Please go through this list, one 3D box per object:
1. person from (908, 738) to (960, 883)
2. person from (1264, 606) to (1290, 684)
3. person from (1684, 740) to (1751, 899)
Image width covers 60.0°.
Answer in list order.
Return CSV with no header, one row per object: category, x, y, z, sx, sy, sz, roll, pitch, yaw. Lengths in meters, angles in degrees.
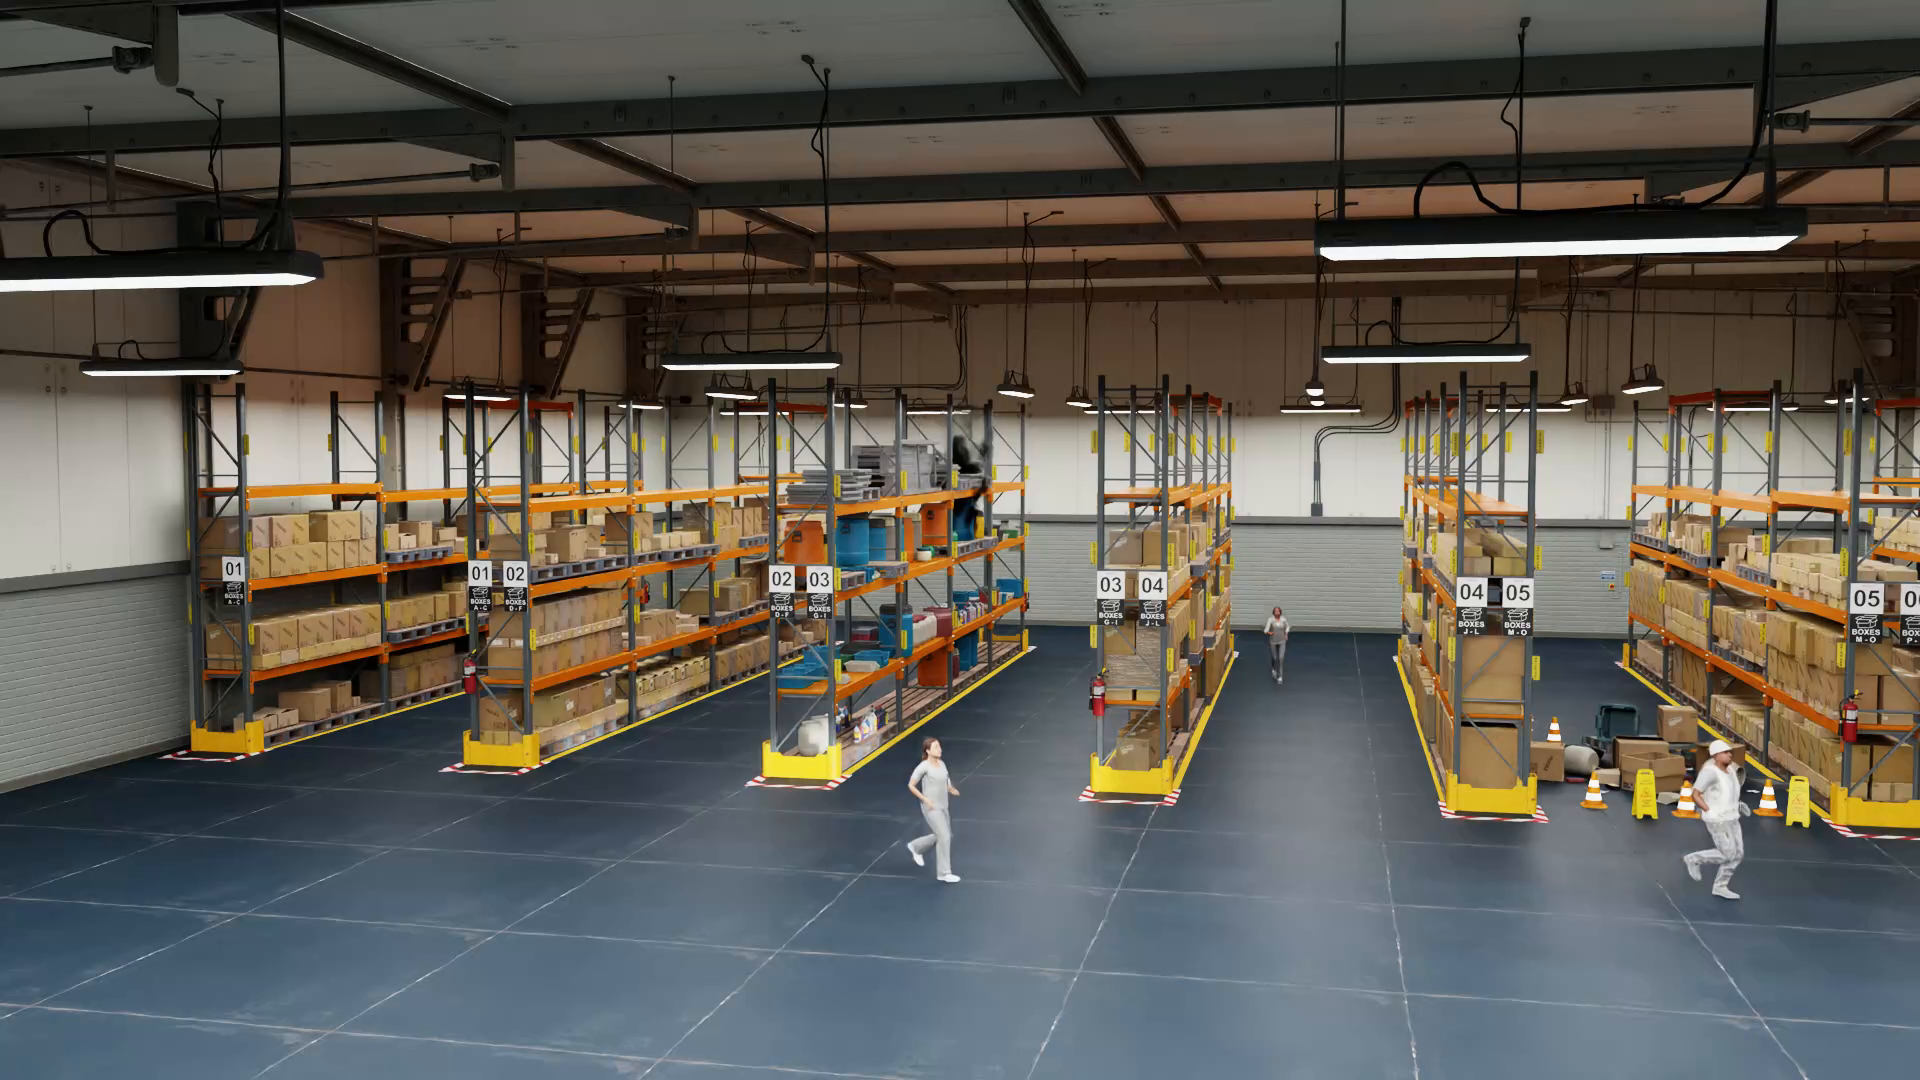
person,-0.326,3.086,19.153,0.802,1.635,0.575,3,4,37
person,6.670,2.188,34.984,0.540,1.597,0.879,0,3,6
person,8.400,3.082,18.454,0.686,1.735,0.605,-2,4,-36
